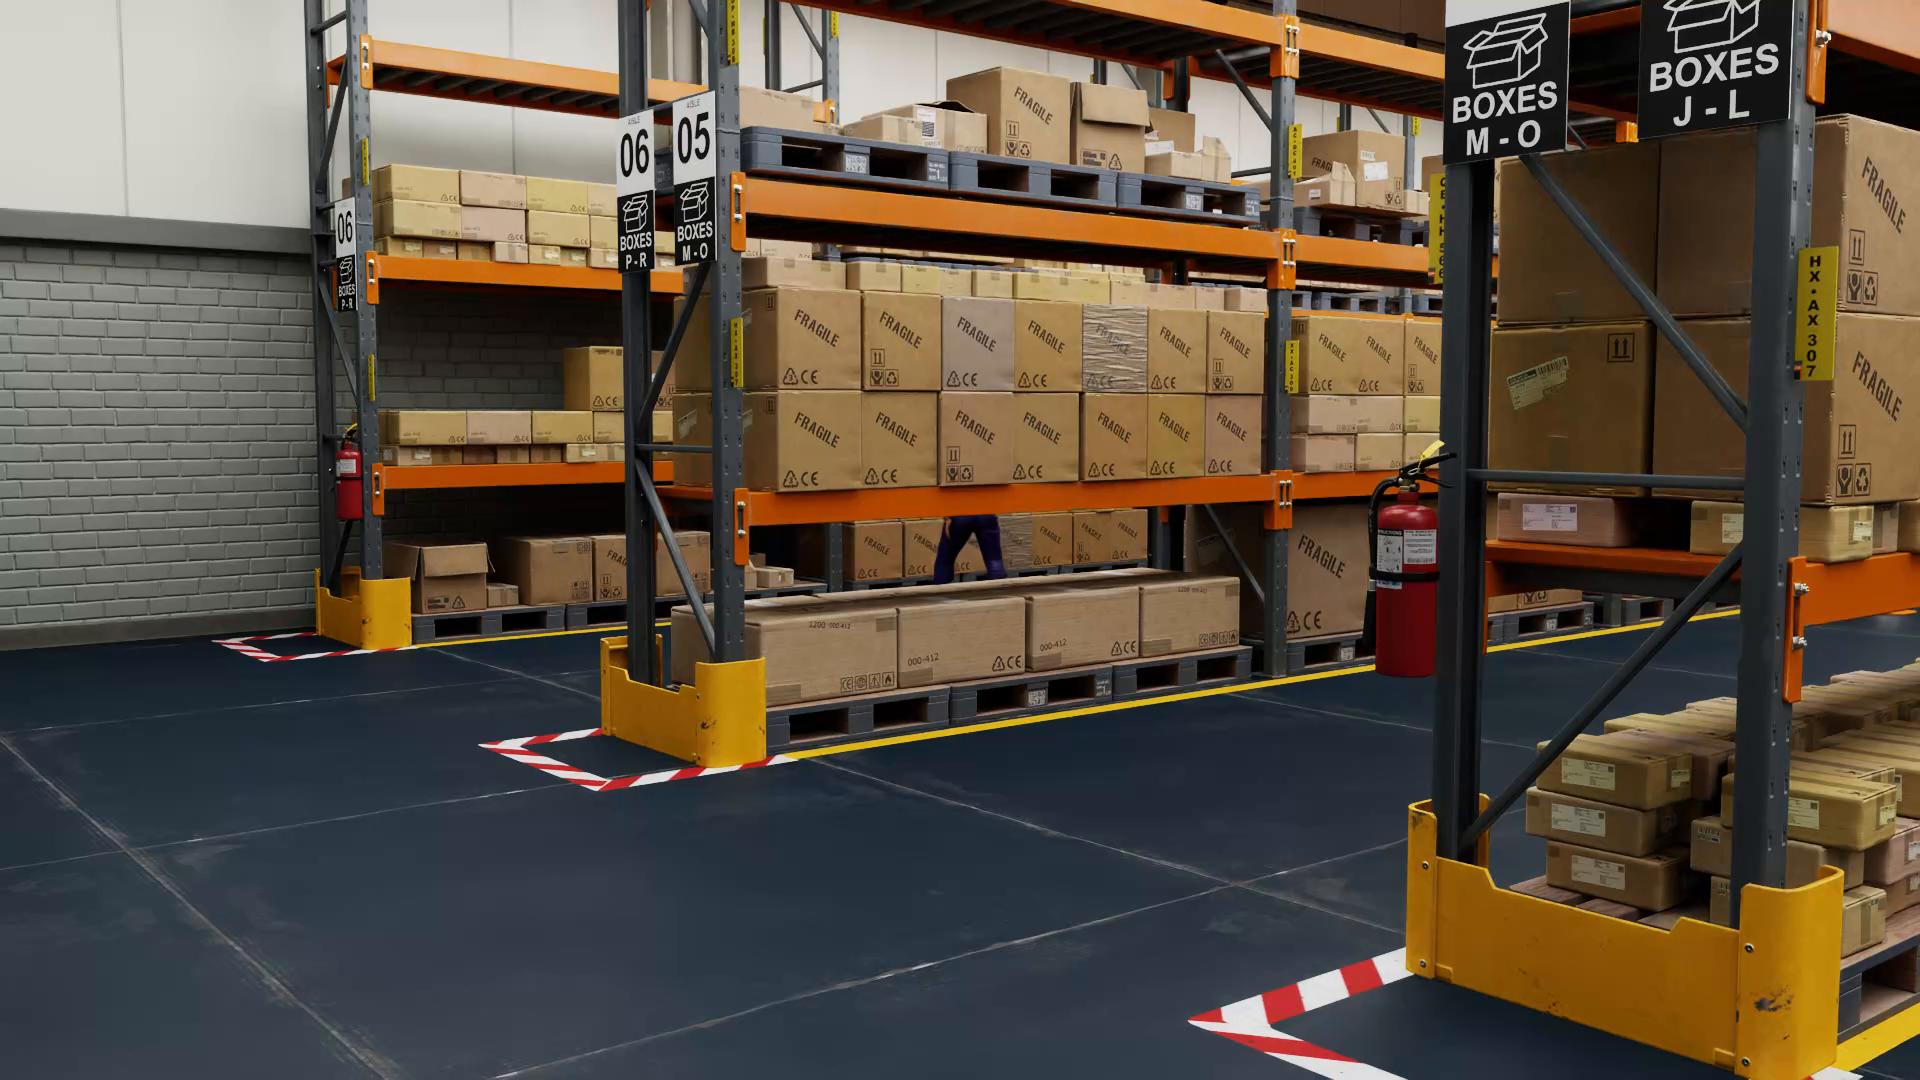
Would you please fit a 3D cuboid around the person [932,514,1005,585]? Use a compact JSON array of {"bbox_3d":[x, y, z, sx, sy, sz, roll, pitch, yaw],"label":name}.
[{"bbox_3d":[0.070,-0.166,13.450,0.657,1.609,0.810,-2,5,-21],"label":"person"}]
